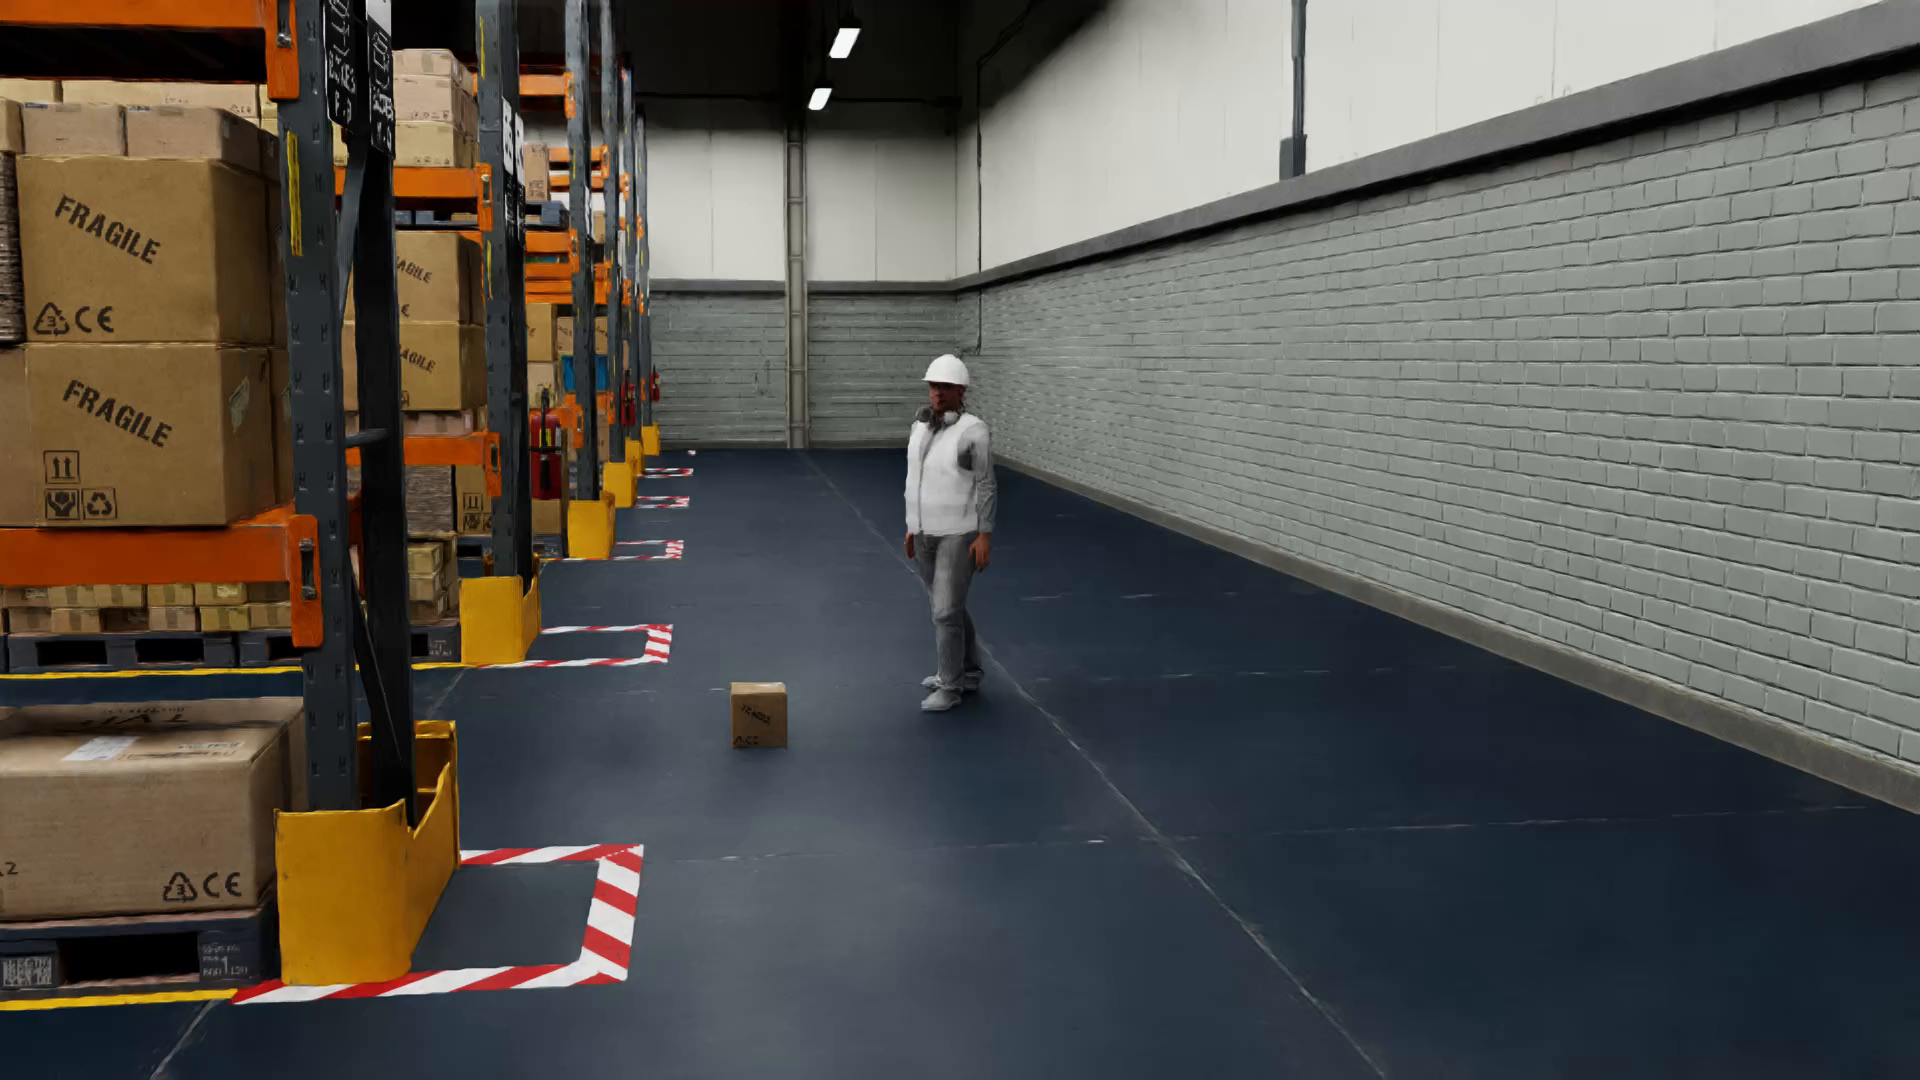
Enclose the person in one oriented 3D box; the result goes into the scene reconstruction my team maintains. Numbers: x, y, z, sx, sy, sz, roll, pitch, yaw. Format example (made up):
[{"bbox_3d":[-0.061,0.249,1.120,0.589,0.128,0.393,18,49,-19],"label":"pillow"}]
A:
[{"bbox_3d":[-0.045,-0.050,8.391,0.561,1.764,0.559,-6,9,-42],"label":"person"}]
